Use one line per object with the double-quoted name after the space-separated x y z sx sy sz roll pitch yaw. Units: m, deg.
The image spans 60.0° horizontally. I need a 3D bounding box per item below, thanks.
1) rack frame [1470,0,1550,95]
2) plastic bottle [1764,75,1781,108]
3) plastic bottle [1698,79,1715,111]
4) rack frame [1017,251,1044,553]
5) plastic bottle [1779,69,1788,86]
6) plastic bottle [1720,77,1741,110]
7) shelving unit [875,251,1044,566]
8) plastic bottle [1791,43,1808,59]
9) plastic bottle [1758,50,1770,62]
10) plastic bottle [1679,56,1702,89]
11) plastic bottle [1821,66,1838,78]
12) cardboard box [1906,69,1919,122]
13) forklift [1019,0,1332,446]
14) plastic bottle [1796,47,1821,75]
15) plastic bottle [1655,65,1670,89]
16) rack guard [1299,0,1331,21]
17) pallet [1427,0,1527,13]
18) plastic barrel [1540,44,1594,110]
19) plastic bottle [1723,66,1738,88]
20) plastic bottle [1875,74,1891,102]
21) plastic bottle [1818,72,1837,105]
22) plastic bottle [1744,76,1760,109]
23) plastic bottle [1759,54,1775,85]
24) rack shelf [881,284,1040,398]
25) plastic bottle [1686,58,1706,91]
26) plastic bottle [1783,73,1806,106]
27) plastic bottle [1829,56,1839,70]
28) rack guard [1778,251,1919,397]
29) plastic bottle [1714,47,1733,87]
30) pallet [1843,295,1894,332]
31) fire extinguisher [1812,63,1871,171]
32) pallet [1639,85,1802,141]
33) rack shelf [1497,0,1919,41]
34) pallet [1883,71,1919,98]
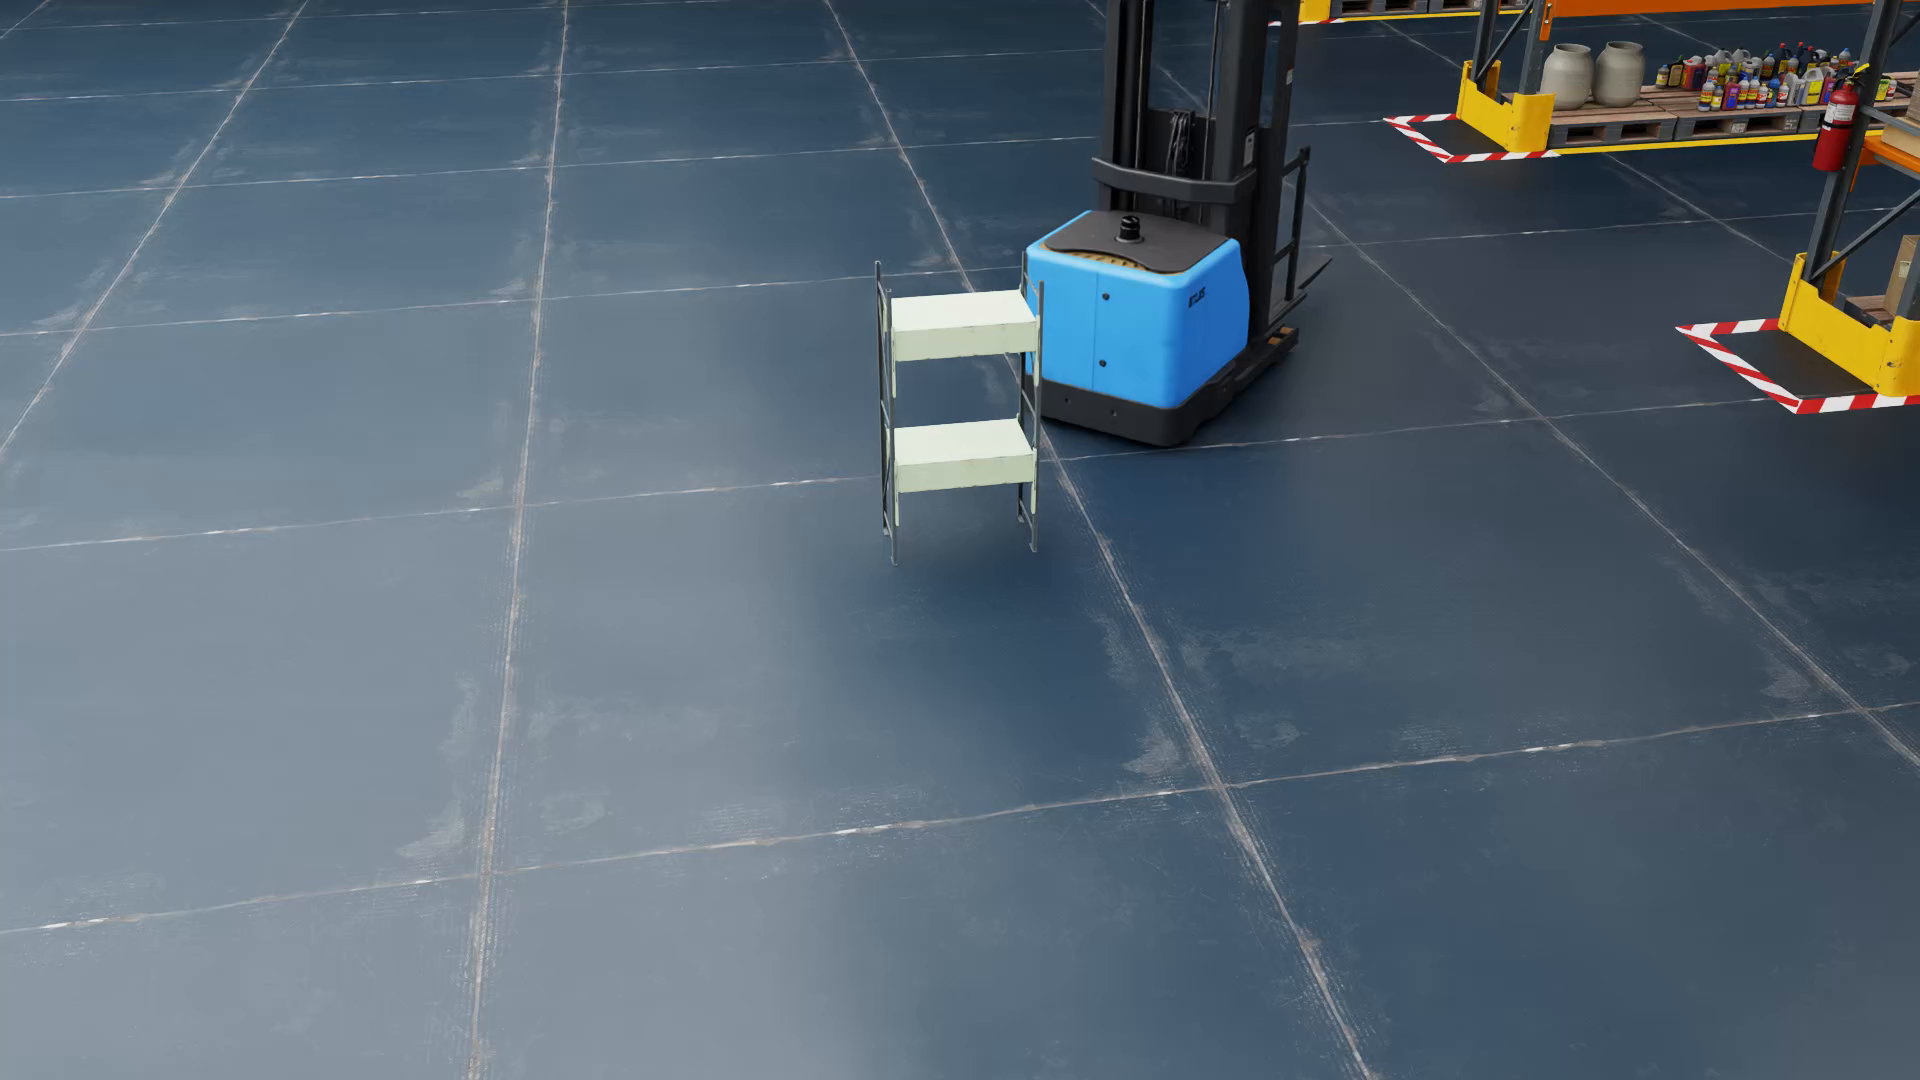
4.799 -4.936 14.186 0.127 3.000 1.000 -5 31 -9 "rack frame"
7.274 -4.019 14.883 0.097 0.271 0.097 0 30 0 "plastic bottle"
6.639 -3.960 14.783 0.097 0.271 0.097 0 30 0 "plastic bottle"
0.353 -0.679 8.426 0.023 1.500 0.400 -5 31 -9 "rack frame"
7.466 -4.111 15.028 0.133 0.283 0.061 -5 31 -9 "plastic bottle"
6.865 -3.977 14.800 0.133 0.283 0.061 -5 31 -8 "plastic bottle"
-0.007 -0.646 8.369 0.755 1.500 0.431 -5 31 -9 "shelving unit"
7.865 -4.482 15.593 0.185 0.351 0.144 -4 31 -8 "plastic bottle"
7.510 -4.442 15.591 0.133 0.283 0.061 -4 31 -7 "plastic bottle"
6.780 -4.347 15.437 0.135 0.276 0.152 -5 31 -9 "plastic bottle"
7.912 -4.169 15.133 0.135 0.276 0.152 -5 31 -9 "plastic bottle"
6.237 -2.675 9.947 0.500 0.500 0.875 -5 31 -9 "cardboard box"
1.550 -2.509 10.126 1.130 2.935 3.031 17 35 27 "forklift"
7.891 -4.411 15.471 0.185 0.351 0.144 -5 31 -9 "plastic bottle"
6.527 -4.306 15.440 0.097 0.201 0.097 0 30 0 "plastic bottle"
3.887 -6.327 19.016 0.348 0.500 1.175 -5 31 -9 "rack guard"
5.853 -6.405 19.434 1.213 0.211 1.003 -5 31 -9 "pallet"
5.433 -4.143 14.877 0.421 0.512 0.421 0 30 0 "plastic barrel"
7.143 -4.289 15.411 0.097 0.201 0.097 0 30 0 "plastic bottle"
8.320 -4.112 15.029 0.133 0.283 0.061 -4 31 -6 "plastic bottle"
7.811 -4.065 14.949 0.133 0.283 0.061 -3 31 -6 "plastic bottle"
7.074 -4.000 14.852 0.097 0.271 0.097 0 30 0 "plastic bottle"
7.542 -4.399 15.529 0.097 0.271 0.097 0 30 0 "plastic bottle"
-0.007 -0.982 8.171 0.720 0.370 0.431 -5 31 -9 "rack shelf"
6.799 -4.298 15.345 0.133 0.283 0.061 -5 31 -9 "plastic bottle"
7.485 -4.055 14.939 0.135 0.276 0.152 -5 31 -8 "plastic bottle"
8.242 -4.465 15.711 0.097 0.201 0.097 0 30 0 "plastic bottle"
5.766 -1.396 10.631 0.348 0.500 1.175 -5 31 -9 "rack guard"
7.078 -4.409 15.469 0.185 0.351 0.144 -4 31 -7 "plastic bottle"
6.572 -1.328 10.801 1.213 0.211 1.003 -5 31 -9 "pallet"
5.496 -2.653 10.379 0.183 0.674 0.296 -5 31 -9 "fire extinguisher"
6.863 -3.946 15.252 1.213 0.211 1.003 -5 31 -9 "pallet"
6.767 -4.809 14.679 4.000 0.370 1.077 -5 31 -9 "rack shelf"
9.499 -4.191 15.668 1.213 0.211 1.003 -5 31 -9 "pallet"
